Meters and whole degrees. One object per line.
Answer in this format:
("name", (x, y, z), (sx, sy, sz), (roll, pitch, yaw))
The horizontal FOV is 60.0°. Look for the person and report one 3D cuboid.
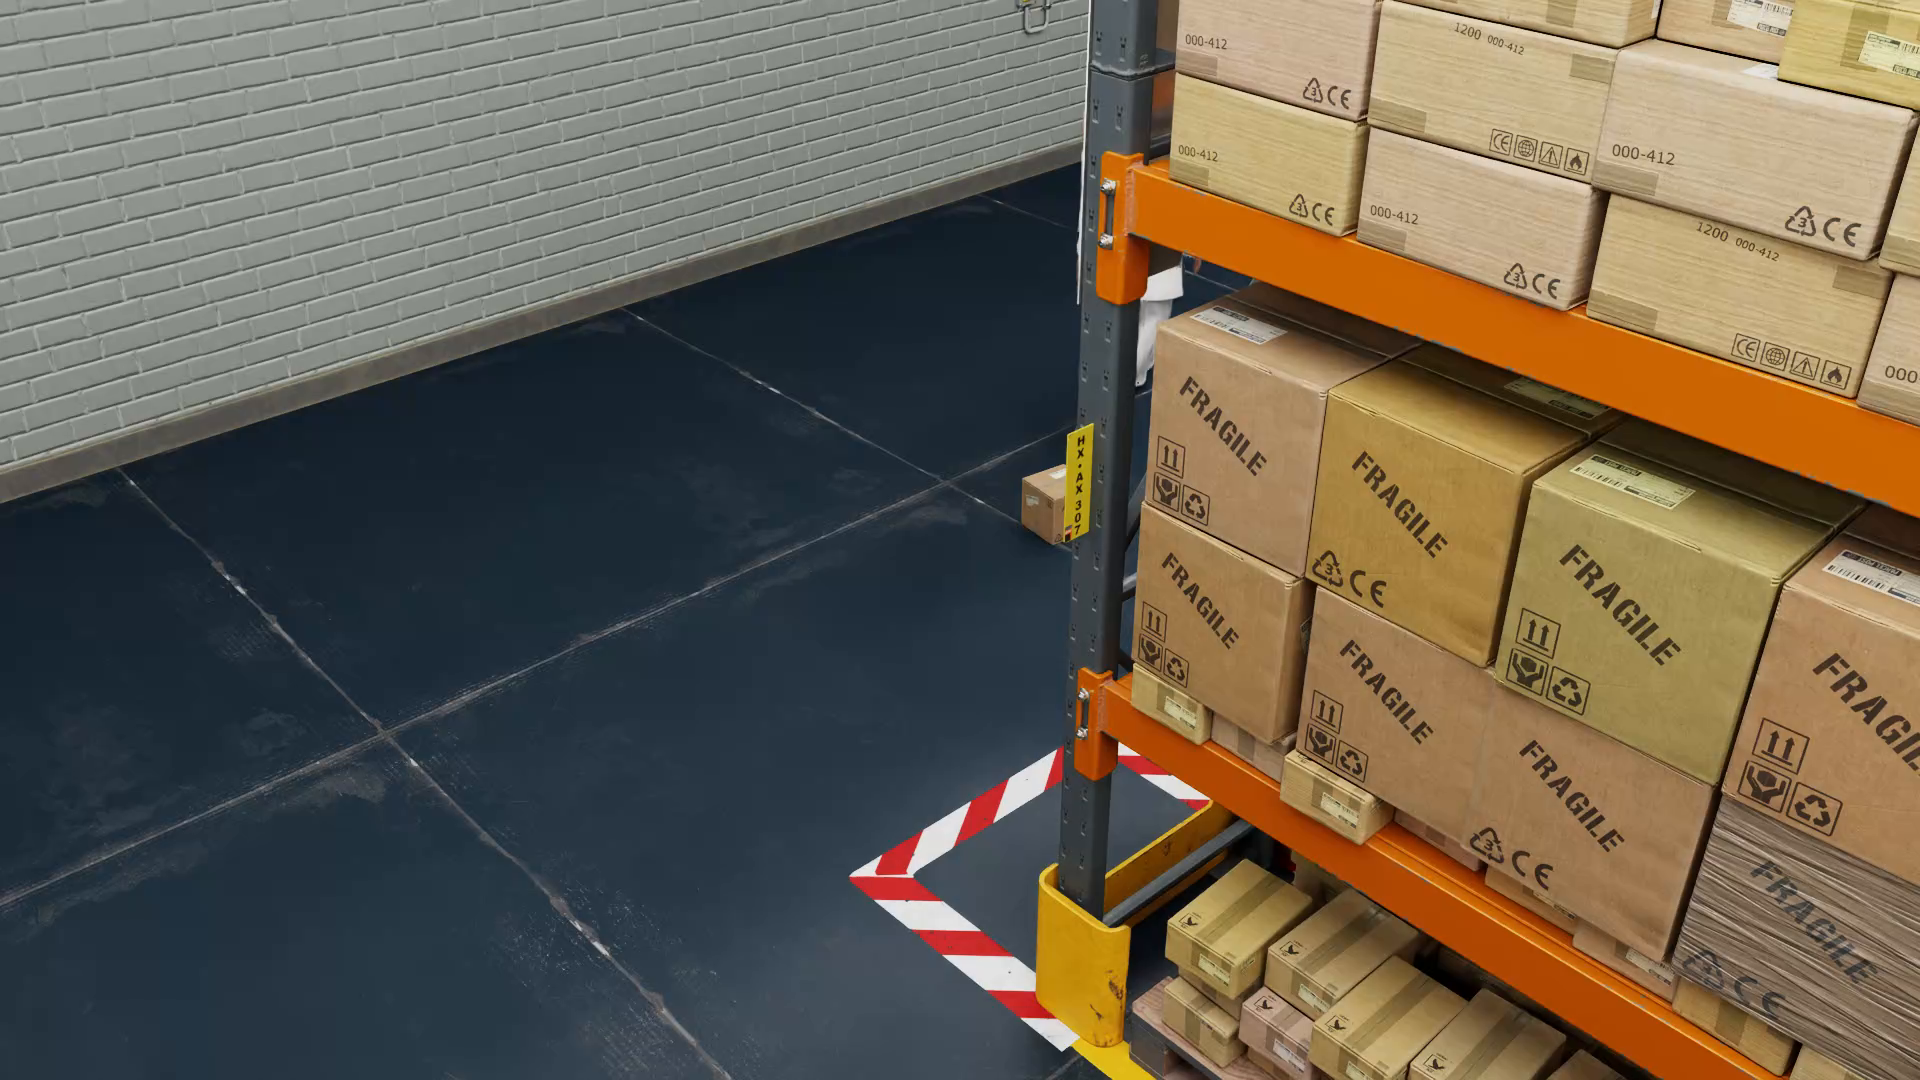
("person", (0.927, -1.507, 8.615), (0.618, 1.737, 1.024), (17, 35, 26))
